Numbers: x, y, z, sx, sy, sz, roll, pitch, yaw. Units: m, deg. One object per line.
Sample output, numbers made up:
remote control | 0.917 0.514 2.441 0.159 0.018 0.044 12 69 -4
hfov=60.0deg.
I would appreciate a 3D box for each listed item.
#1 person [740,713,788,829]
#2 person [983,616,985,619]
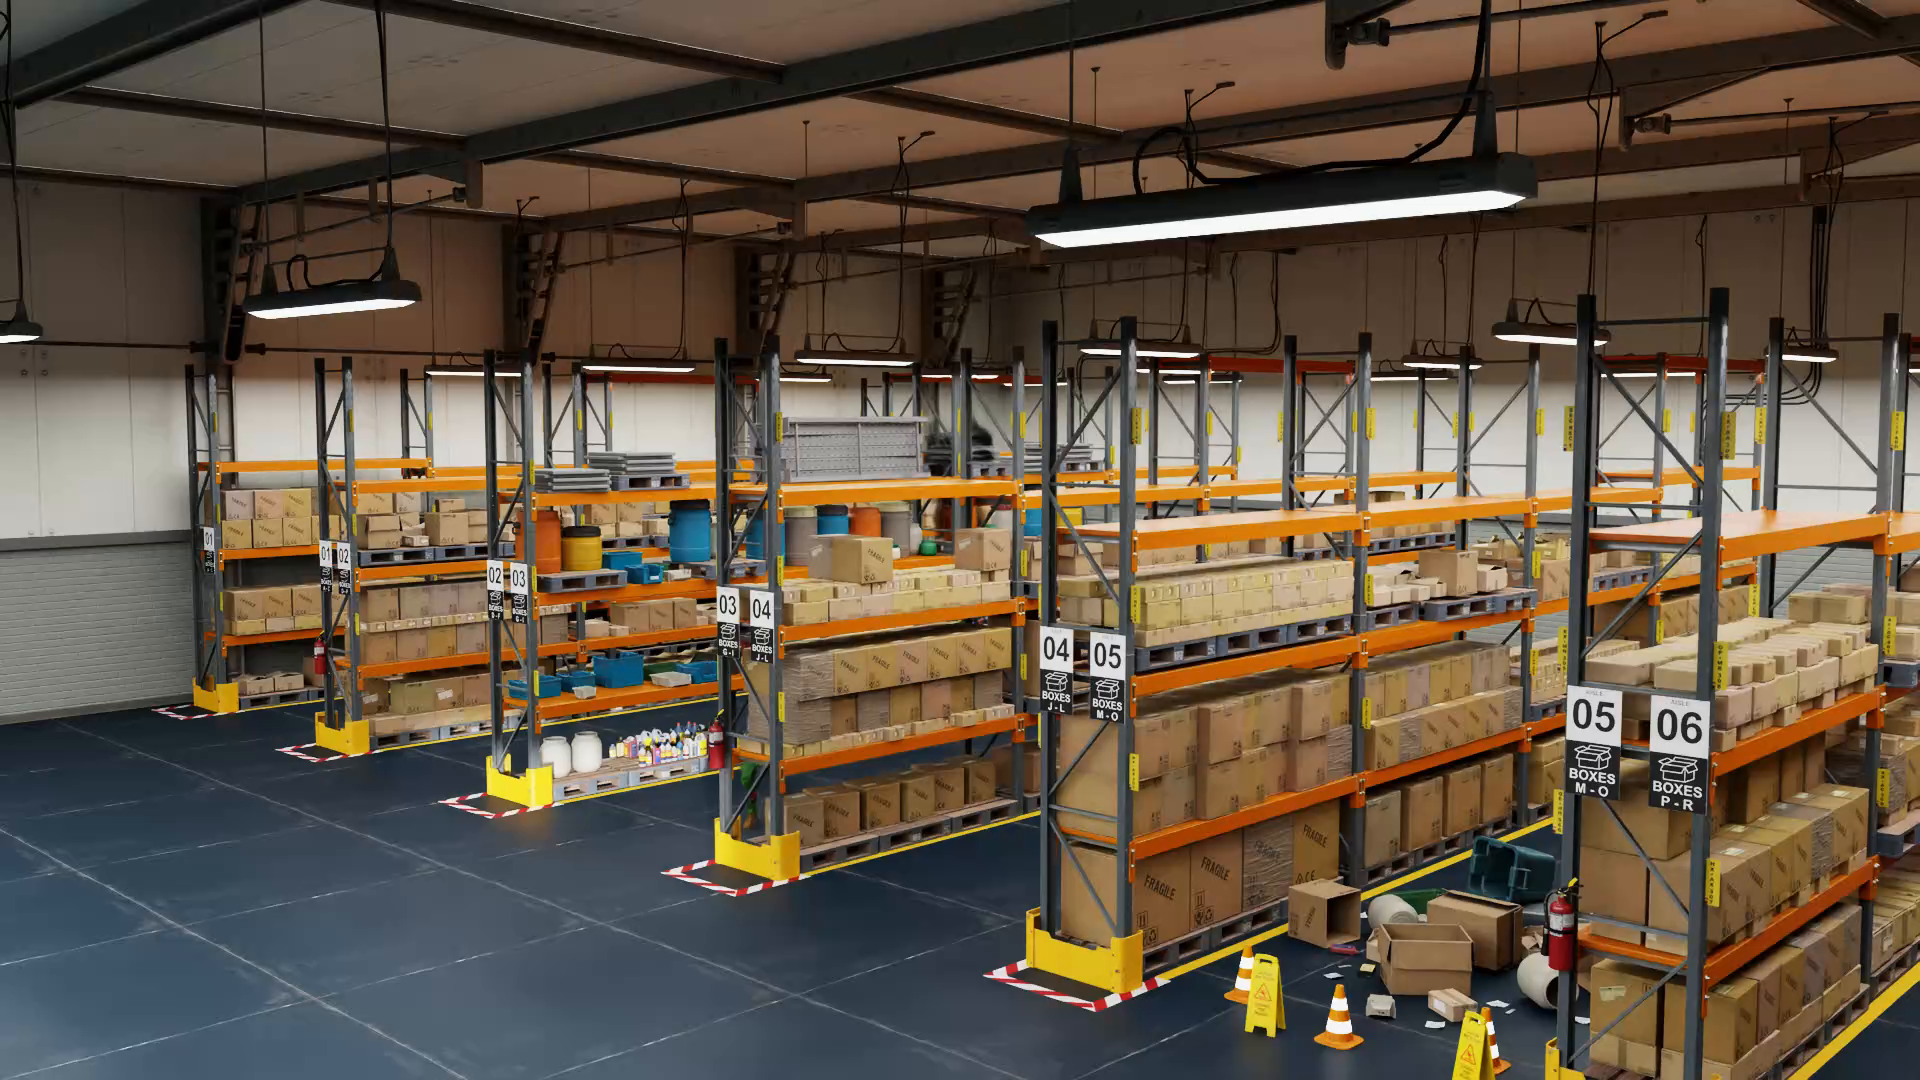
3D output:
person | -2.473 2.669 20.865 0.643 1.844 0.876 2 5 29
person | 0.695 1.796 33.058 0.588 1.686 0.653 3 6 38
